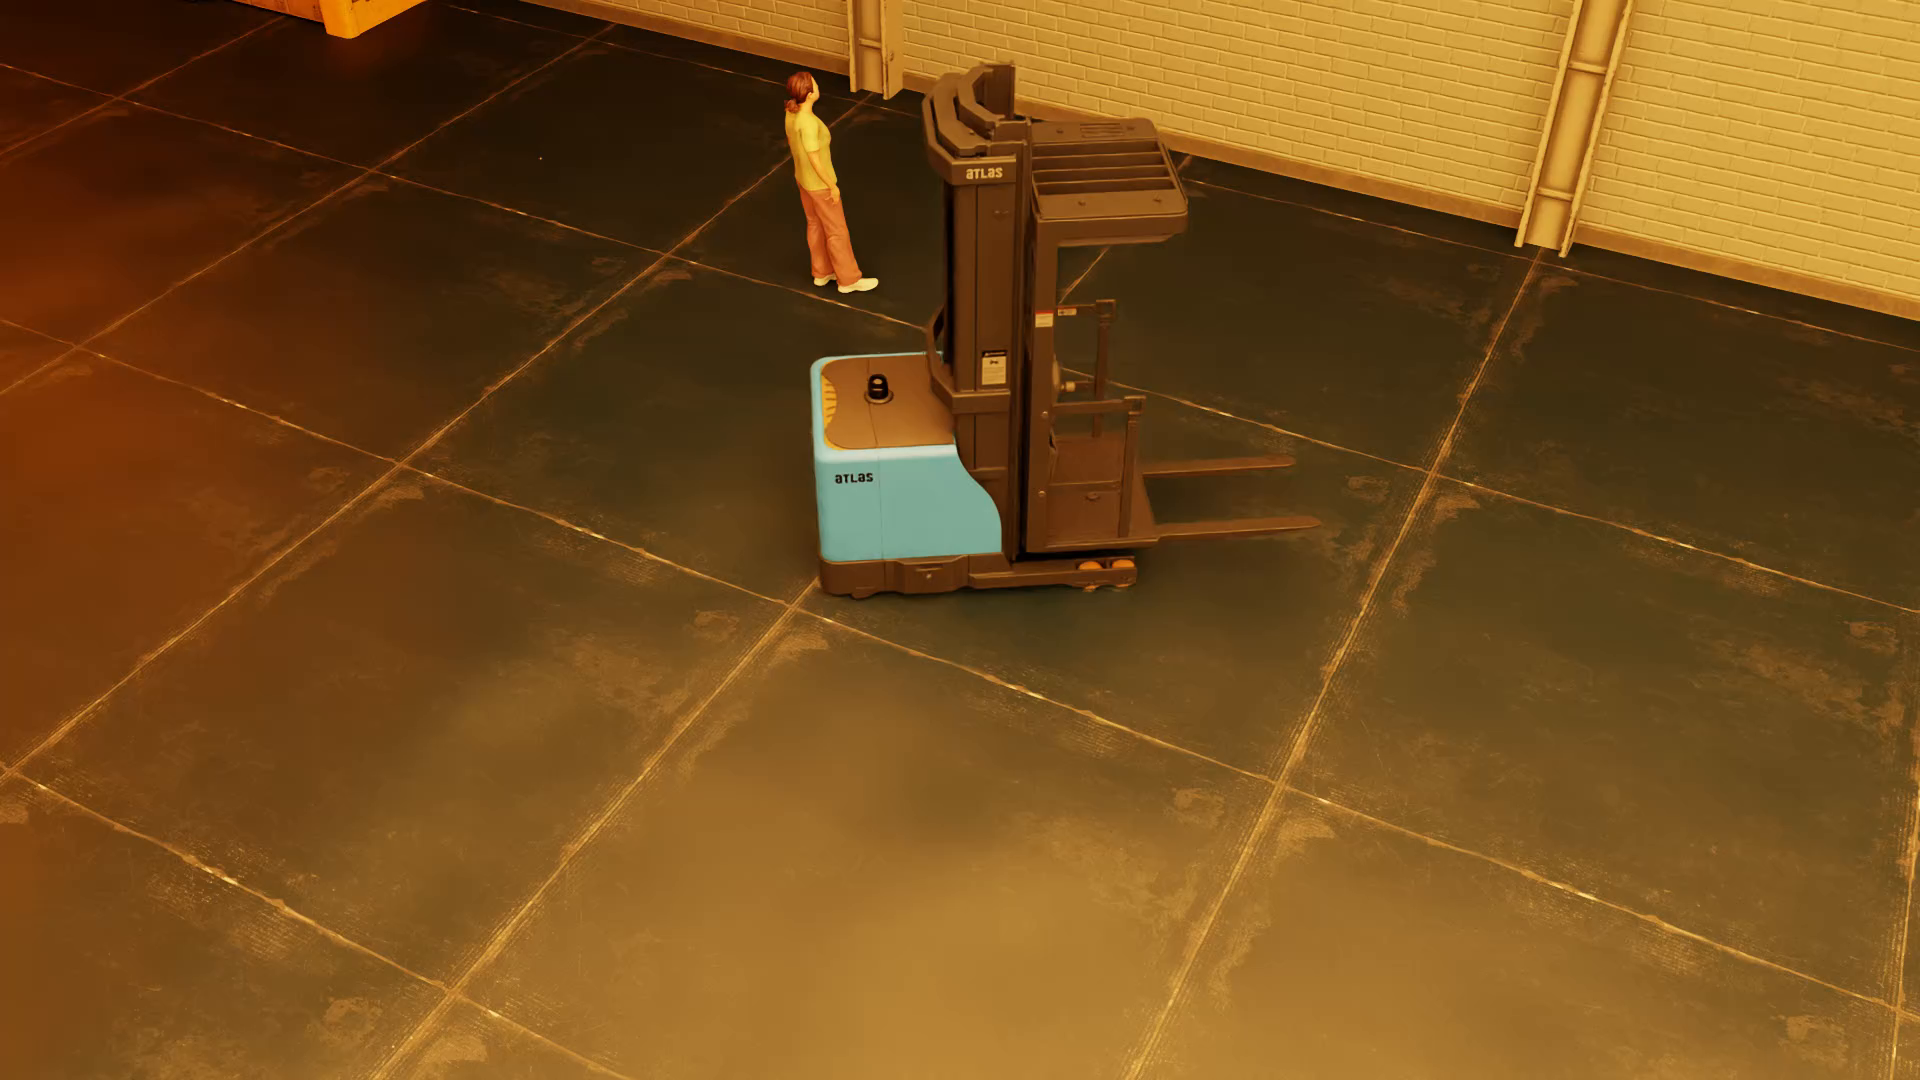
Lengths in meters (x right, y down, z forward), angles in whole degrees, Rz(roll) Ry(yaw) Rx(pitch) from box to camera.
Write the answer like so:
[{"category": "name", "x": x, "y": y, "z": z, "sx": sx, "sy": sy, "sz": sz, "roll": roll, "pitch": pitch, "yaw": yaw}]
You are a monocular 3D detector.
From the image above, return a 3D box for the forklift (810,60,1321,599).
[{"category": "forklift", "x": 0.643, "y": -1.167, "z": 9.372, "sx": 3.031, "sy": 2.935, "sz": 1.130, "roll": -3, "pitch": 40, "yaw": -4}]

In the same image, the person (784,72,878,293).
[{"category": "person", "x": -0.970, "y": -2.607, "z": 12.046, "sx": 0.549, "sy": 1.674, "sz": 0.552, "roll": -19, "pitch": 44, "yaw": -21}]
